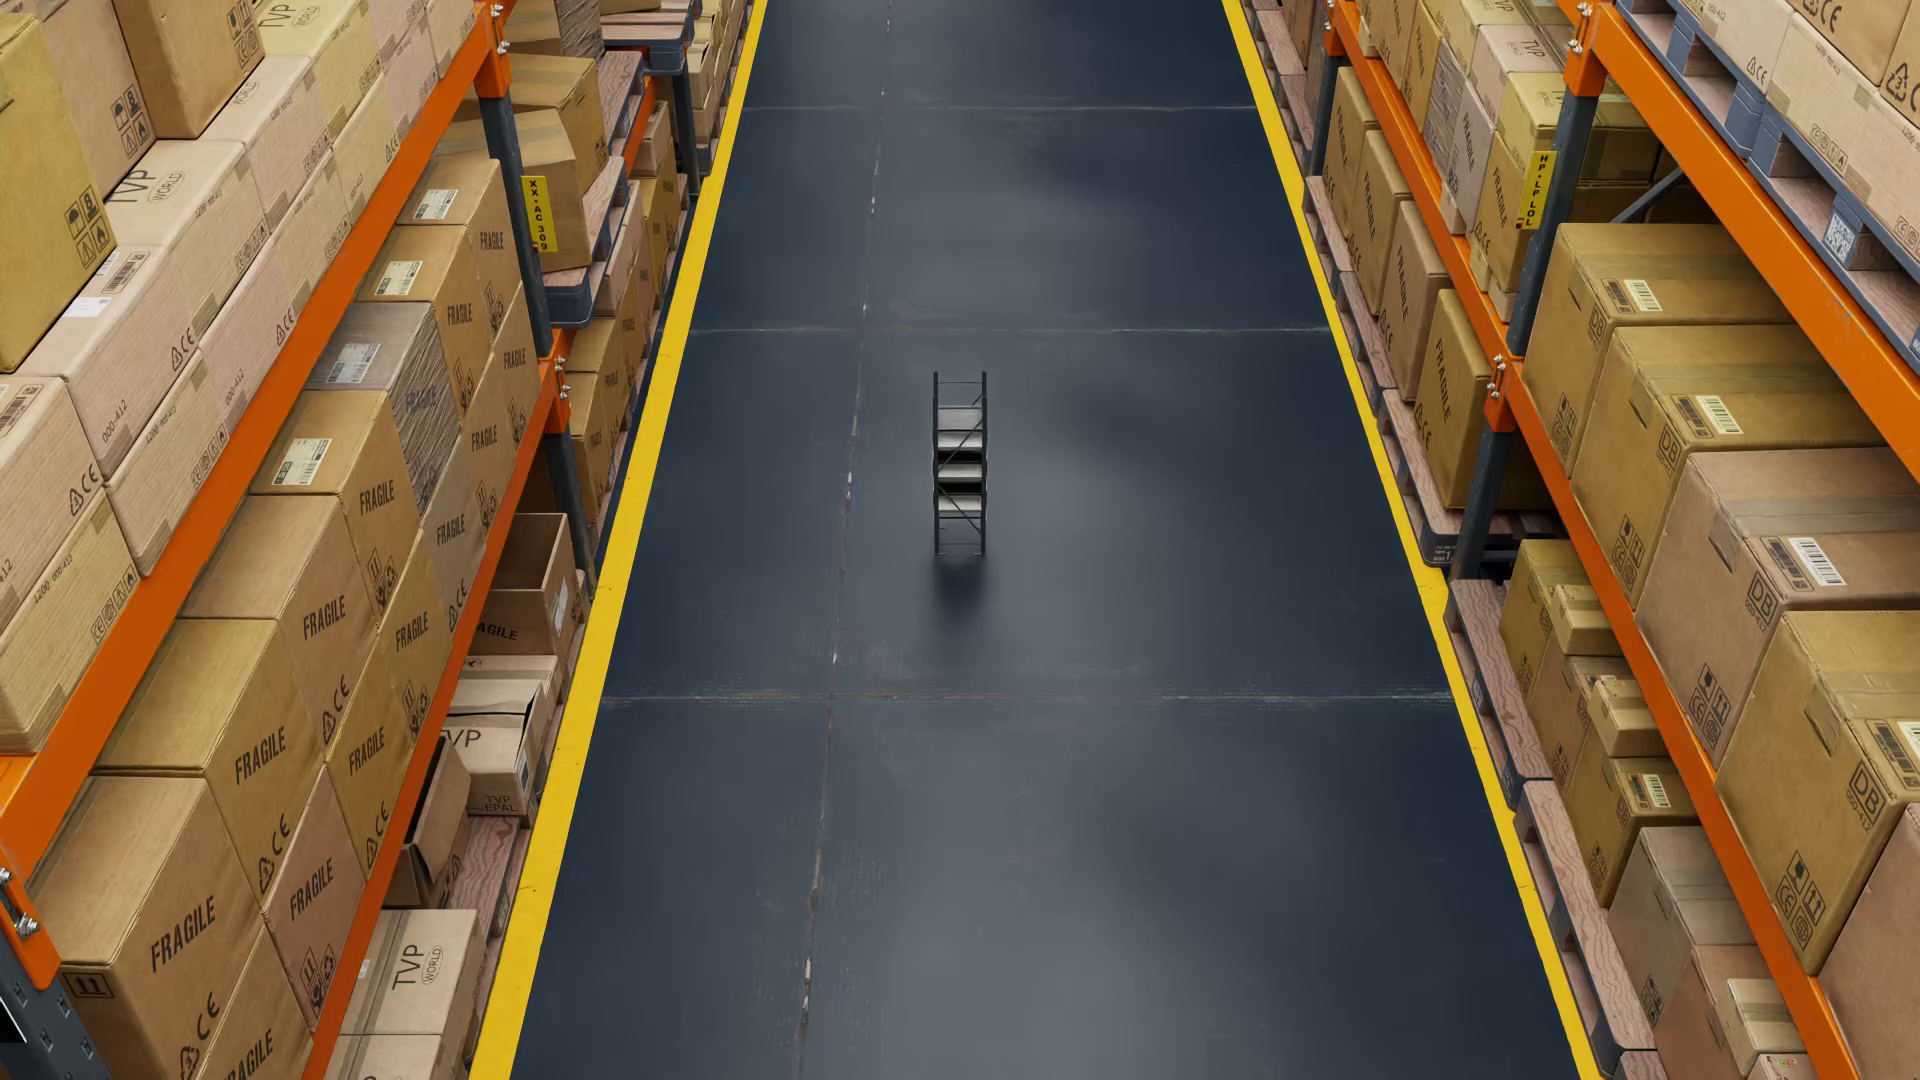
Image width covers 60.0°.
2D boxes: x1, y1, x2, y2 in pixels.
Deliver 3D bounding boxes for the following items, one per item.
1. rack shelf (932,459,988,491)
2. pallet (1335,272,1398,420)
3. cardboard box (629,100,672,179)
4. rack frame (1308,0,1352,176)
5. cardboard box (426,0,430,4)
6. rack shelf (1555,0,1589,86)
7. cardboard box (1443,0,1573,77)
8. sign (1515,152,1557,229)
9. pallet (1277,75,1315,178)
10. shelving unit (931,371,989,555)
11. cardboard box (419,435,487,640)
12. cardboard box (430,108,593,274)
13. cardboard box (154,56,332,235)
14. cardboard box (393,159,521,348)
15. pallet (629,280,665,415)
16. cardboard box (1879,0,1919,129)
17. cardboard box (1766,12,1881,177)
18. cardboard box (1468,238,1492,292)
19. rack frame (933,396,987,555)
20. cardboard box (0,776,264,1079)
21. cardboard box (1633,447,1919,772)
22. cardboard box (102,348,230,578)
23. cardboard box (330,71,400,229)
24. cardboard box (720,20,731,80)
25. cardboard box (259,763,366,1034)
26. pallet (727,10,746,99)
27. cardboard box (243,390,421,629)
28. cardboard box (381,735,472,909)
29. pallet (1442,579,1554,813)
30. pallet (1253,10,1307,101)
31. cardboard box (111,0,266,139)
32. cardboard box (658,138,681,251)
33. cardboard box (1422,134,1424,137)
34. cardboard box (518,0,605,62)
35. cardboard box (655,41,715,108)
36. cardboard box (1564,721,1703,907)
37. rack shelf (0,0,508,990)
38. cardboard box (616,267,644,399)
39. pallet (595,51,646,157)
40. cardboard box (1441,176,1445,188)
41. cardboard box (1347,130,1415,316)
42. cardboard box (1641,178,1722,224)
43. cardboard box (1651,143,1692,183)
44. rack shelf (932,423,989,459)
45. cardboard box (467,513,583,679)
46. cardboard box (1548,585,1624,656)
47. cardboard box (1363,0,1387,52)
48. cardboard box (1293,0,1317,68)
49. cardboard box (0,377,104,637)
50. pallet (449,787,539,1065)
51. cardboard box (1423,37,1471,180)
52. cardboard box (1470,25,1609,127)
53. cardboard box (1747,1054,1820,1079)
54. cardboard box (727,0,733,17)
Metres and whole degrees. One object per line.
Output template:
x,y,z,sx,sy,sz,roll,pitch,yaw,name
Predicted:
0.000,-0.320,7.729,0.258,0.077,0.200,0,39,0,rack shelf
2.687,-1.092,9.189,1.003,0.211,1.213,0,39,0,pallet
-1.951,-2.297,9.511,0.500,0.250,0.500,1,39,2,cardboard box
2.763,-3.434,9.882,1.000,3.000,0.127,0,39,0,rack frame
-1.914,-1.930,5.326,0.500,0.250,0.500,0,39,0,cardboard box
2.765,-3.073,7.608,1.077,0.370,4.000,0,39,0,rack shelf
2.519,-2.319,7.557,0.500,0.250,0.500,1,39,1,cardboard box
2.225,-1.347,6.415,0.100,0.325,0.005,0,39,0,sign
2.763,-2.834,11.364,1.003,0.211,1.213,0,39,0,pallet
0.000,-0.346,7.708,0.258,0.900,0.210,0,39,0,shelving unit
-1.924,-0.010,5.529,0.500,0.500,0.500,1,39,1,cardboard box
-1.963,-1.426,6.960,0.700,0.500,0.500,-13,40,-15,cardboard box
-1.919,-0.992,4.156,0.500,0.250,0.500,0,39,0,cardboard box
-1.927,-1.040,6.015,0.500,0.500,0.500,0,39,0,cardboard box
-2.229,-1.112,9.214,1.003,0.211,1.213,0,39,0,pallet
2.500,-1.135,3.719,0.500,0.500,0.500,-2,39,-2,cardboard box
2.499,-1.176,4.369,0.500,0.250,0.500,-1,39,-1,cardboard box
2.460,-1.211,7.293,0.380,0.149,0.250,1,39,1,cardboard box
0.000,-0.282,7.628,0.240,0.900,0.006,0,39,0,rack frame
-1.919,0.868,3.634,0.500,0.500,0.500,1,39,1,cardboard box
2.758,0.201,5.106,0.980,0.700,0.700,-2,39,-2,cardboard box
-1.916,-0.171,3.532,0.500,0.250,0.500,0,39,0,cardboard box
-1.921,-1.109,4.702,0.500,0.250,0.500,0,39,0,cardboard box
-1.906,-3.486,11.810,0.500,0.250,0.500,-1,39,-1,cardboard box
-1.924,0.935,4.350,0.500,0.500,0.500,0,39,0,cardboard box
-2.151,-3.616,12.339,1.003,0.211,1.213,0,39,0,pallet
-1.924,-0.090,4.829,0.500,0.500,0.500,0,39,0,cardboard box
-2.179,1.051,5.930,0.797,0.503,0.637,0,39,0,cardboard box
2.690,0.631,7.039,1.003,0.211,1.213,0,39,0,pallet
2.765,-3.595,12.313,1.003,0.211,1.213,0,39,0,pallet
-2.129,-1.284,3.921,0.700,0.500,0.500,0,39,0,cardboard box
-1.955,-2.040,9.789,0.500,0.500,0.500,1,39,2,cardboard box
2.544,-2.178,8.500,0.380,0.149,0.250,0,39,0,cardboard box
-2.267,-2.665,8.507,0.700,0.500,0.500,7,39,8,cardboard box
-1.898,-3.065,10.837,0.500,0.311,0.500,1,39,1,cardboard box
2.661,0.982,6.035,0.700,0.500,0.500,1,39,1,cardboard box
-2.184,-0.566,4.479,1.077,0.370,4.000,0,39,0,rack shelf
-1.948,-1.072,8.581,0.500,0.500,0.500,0,39,0,cardboard box
-2.184,-2.137,8.417,1.003,0.211,1.213,0,39,0,pallet
2.512,-1.691,7.892,0.380,0.149,0.250,0,39,0,cardboard box
2.627,-1.751,9.165,0.750,0.750,0.750,0,39,0,cardboard box
3.019,-1.383,6.989,0.500,0.500,0.500,-1,39,-2,cardboard box
3.027,-1.676,6.755,0.500,0.250,0.500,1,39,1,cardboard box
0.000,-0.461,7.616,0.258,0.077,0.200,0,39,0,rack shelf
-1.902,0.233,6.953,0.500,0.500,0.500,0,39,0,cardboard box
2.484,0.308,6.357,0.380,0.149,0.250,1,39,1,cardboard box
2.499,-2.965,8.963,0.500,0.500,0.500,1,39,1,cardboard box
2.797,-3.713,11.878,0.700,0.500,0.500,0,39,0,cardboard box
-1.922,-0.054,2.985,0.500,0.250,0.500,0,39,0,cardboard box
-2.182,1.356,6.135,1.003,0.211,1.213,0,39,0,pallet
2.512,-2.017,7.780,0.500,0.500,0.500,0,39,0,cardboard box
2.520,-2.000,7.159,0.500,0.250,0.500,1,39,1,cardboard box
2.489,1.609,4.733,0.380,0.149,0.250,0,39,-1,cardboard box
-1.906,-4.034,12.046,0.500,0.311,0.500,0,39,-1,cardboard box
